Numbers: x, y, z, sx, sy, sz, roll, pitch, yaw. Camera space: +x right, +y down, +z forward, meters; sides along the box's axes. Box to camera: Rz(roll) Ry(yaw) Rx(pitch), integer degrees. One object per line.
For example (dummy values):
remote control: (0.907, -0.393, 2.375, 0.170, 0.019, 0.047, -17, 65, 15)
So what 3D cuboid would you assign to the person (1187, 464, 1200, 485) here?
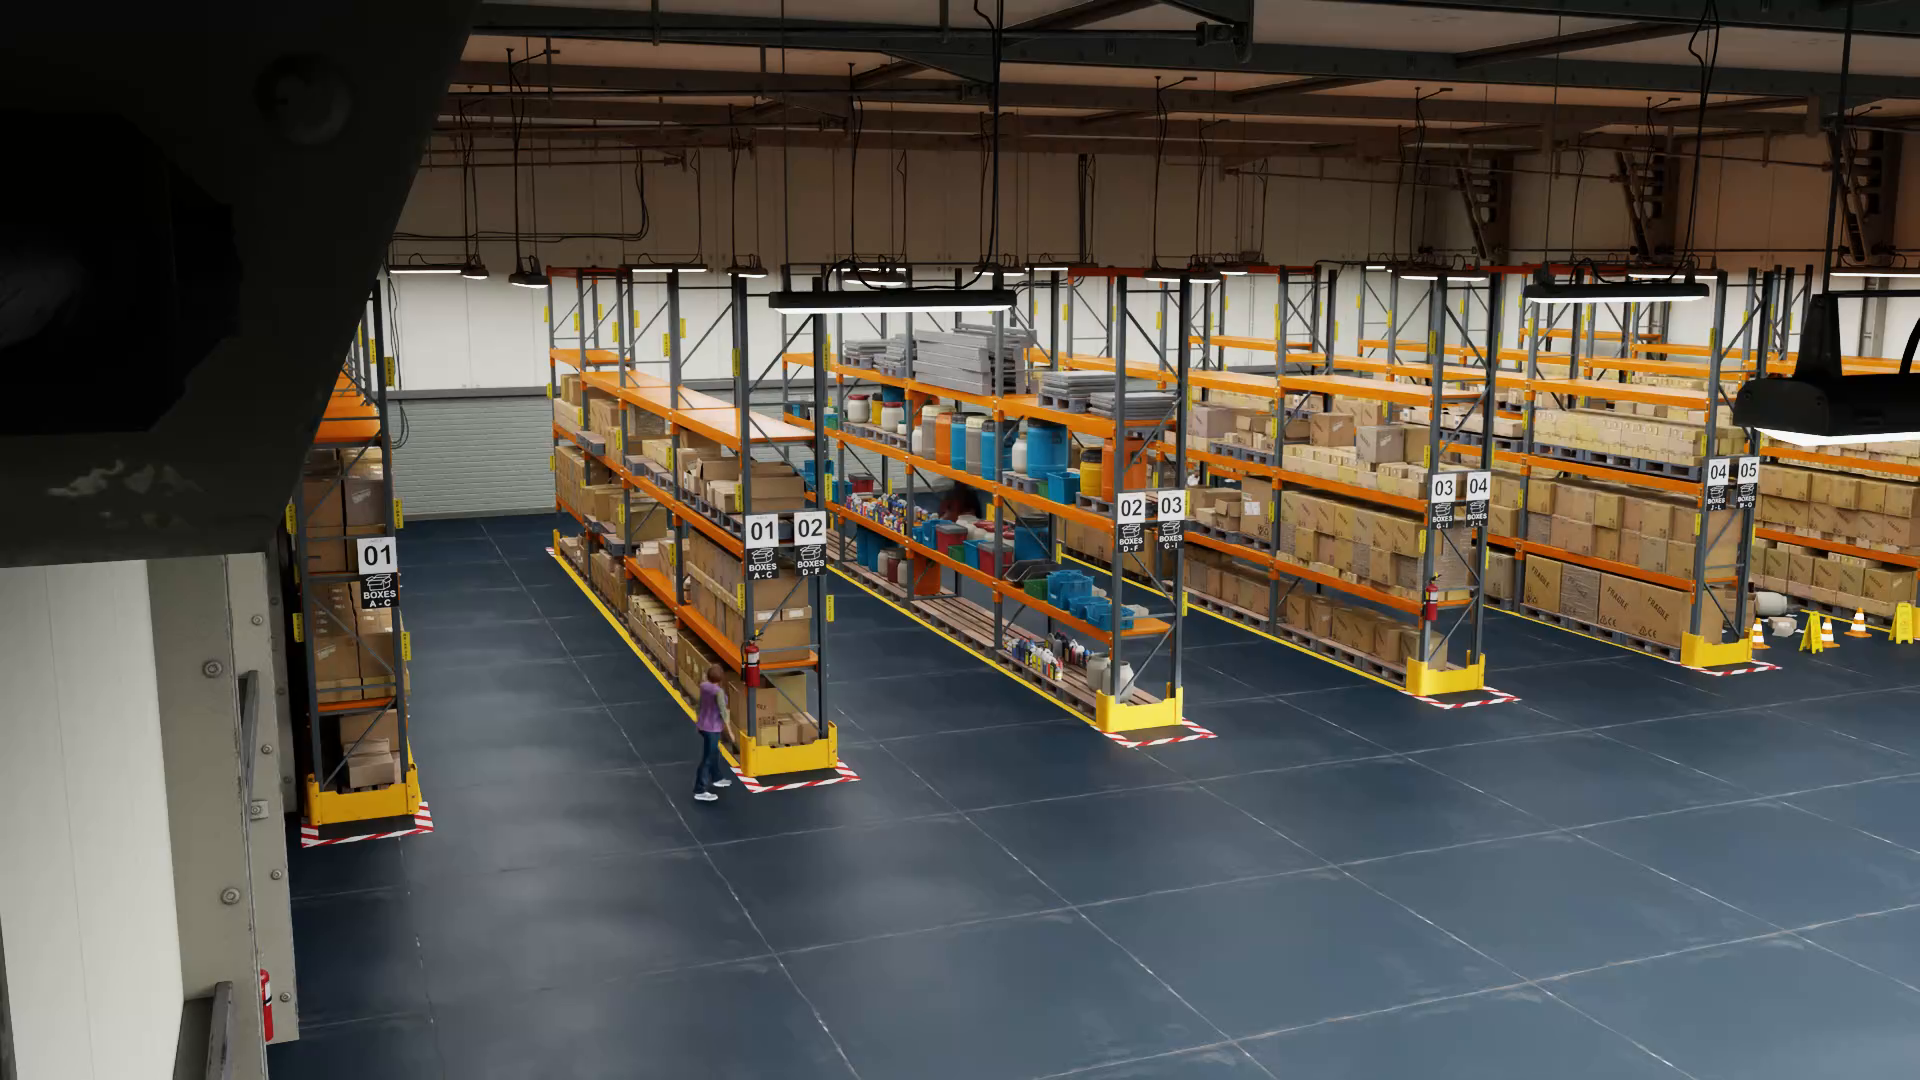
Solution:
person: (5.085, -0.789, 36.082, 0.510, 1.755, 0.539, -6, 12, -33)

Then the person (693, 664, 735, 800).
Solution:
person: (-2.885, 2.208, 19.439, 0.626, 1.586, 0.554, -6, 11, -30)

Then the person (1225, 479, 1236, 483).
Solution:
person: (7.629, -2.444, 45.542, 0.827, 1.748, 0.631, -8, 12, -37)
